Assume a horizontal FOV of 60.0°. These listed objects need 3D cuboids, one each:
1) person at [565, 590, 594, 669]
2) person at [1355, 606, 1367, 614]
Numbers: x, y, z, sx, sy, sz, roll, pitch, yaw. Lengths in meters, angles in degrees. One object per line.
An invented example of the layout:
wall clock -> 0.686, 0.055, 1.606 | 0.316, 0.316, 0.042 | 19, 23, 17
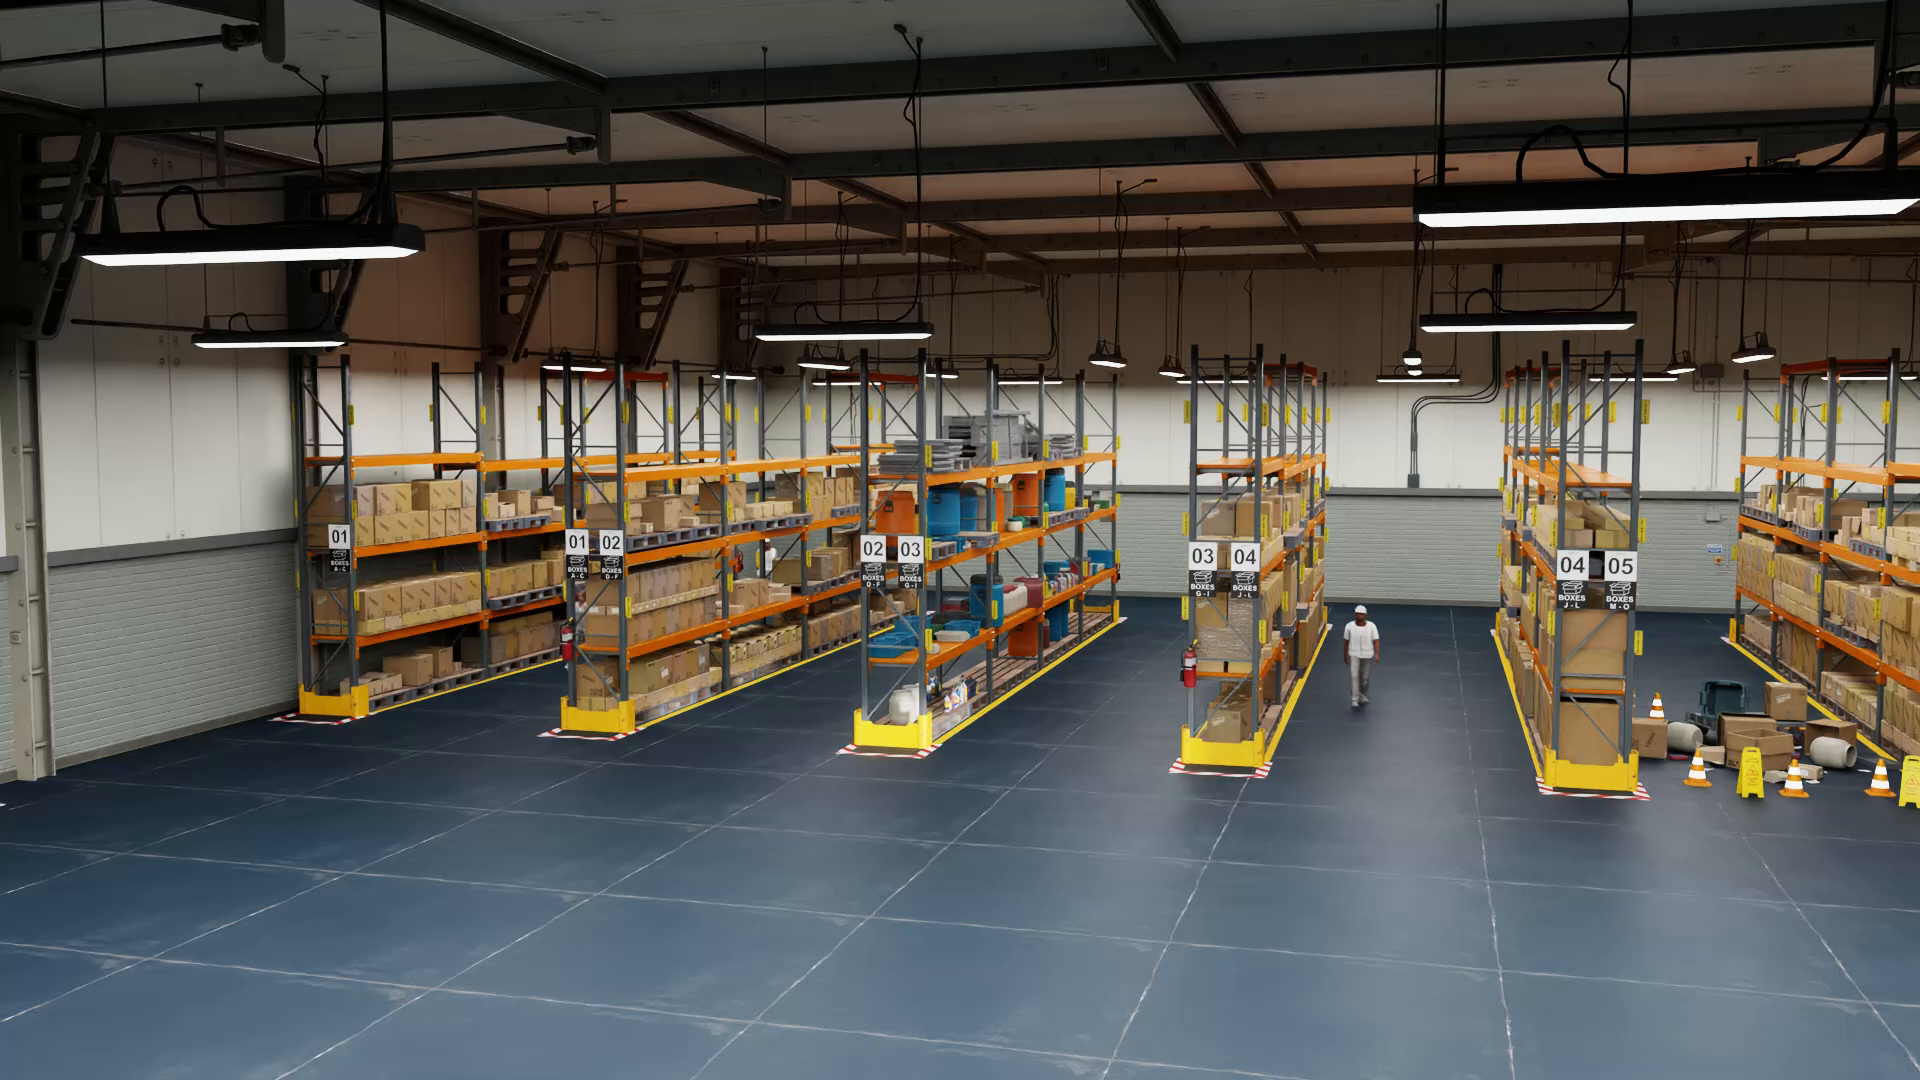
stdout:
person -> -7.441, 1.757, 32.675 | 0.435, 1.546, 0.968 | 0, 4, 4
person -> 6.871, 1.198, 28.505 | 0.223, 0.147, 0.286 | 1, 4, 12
